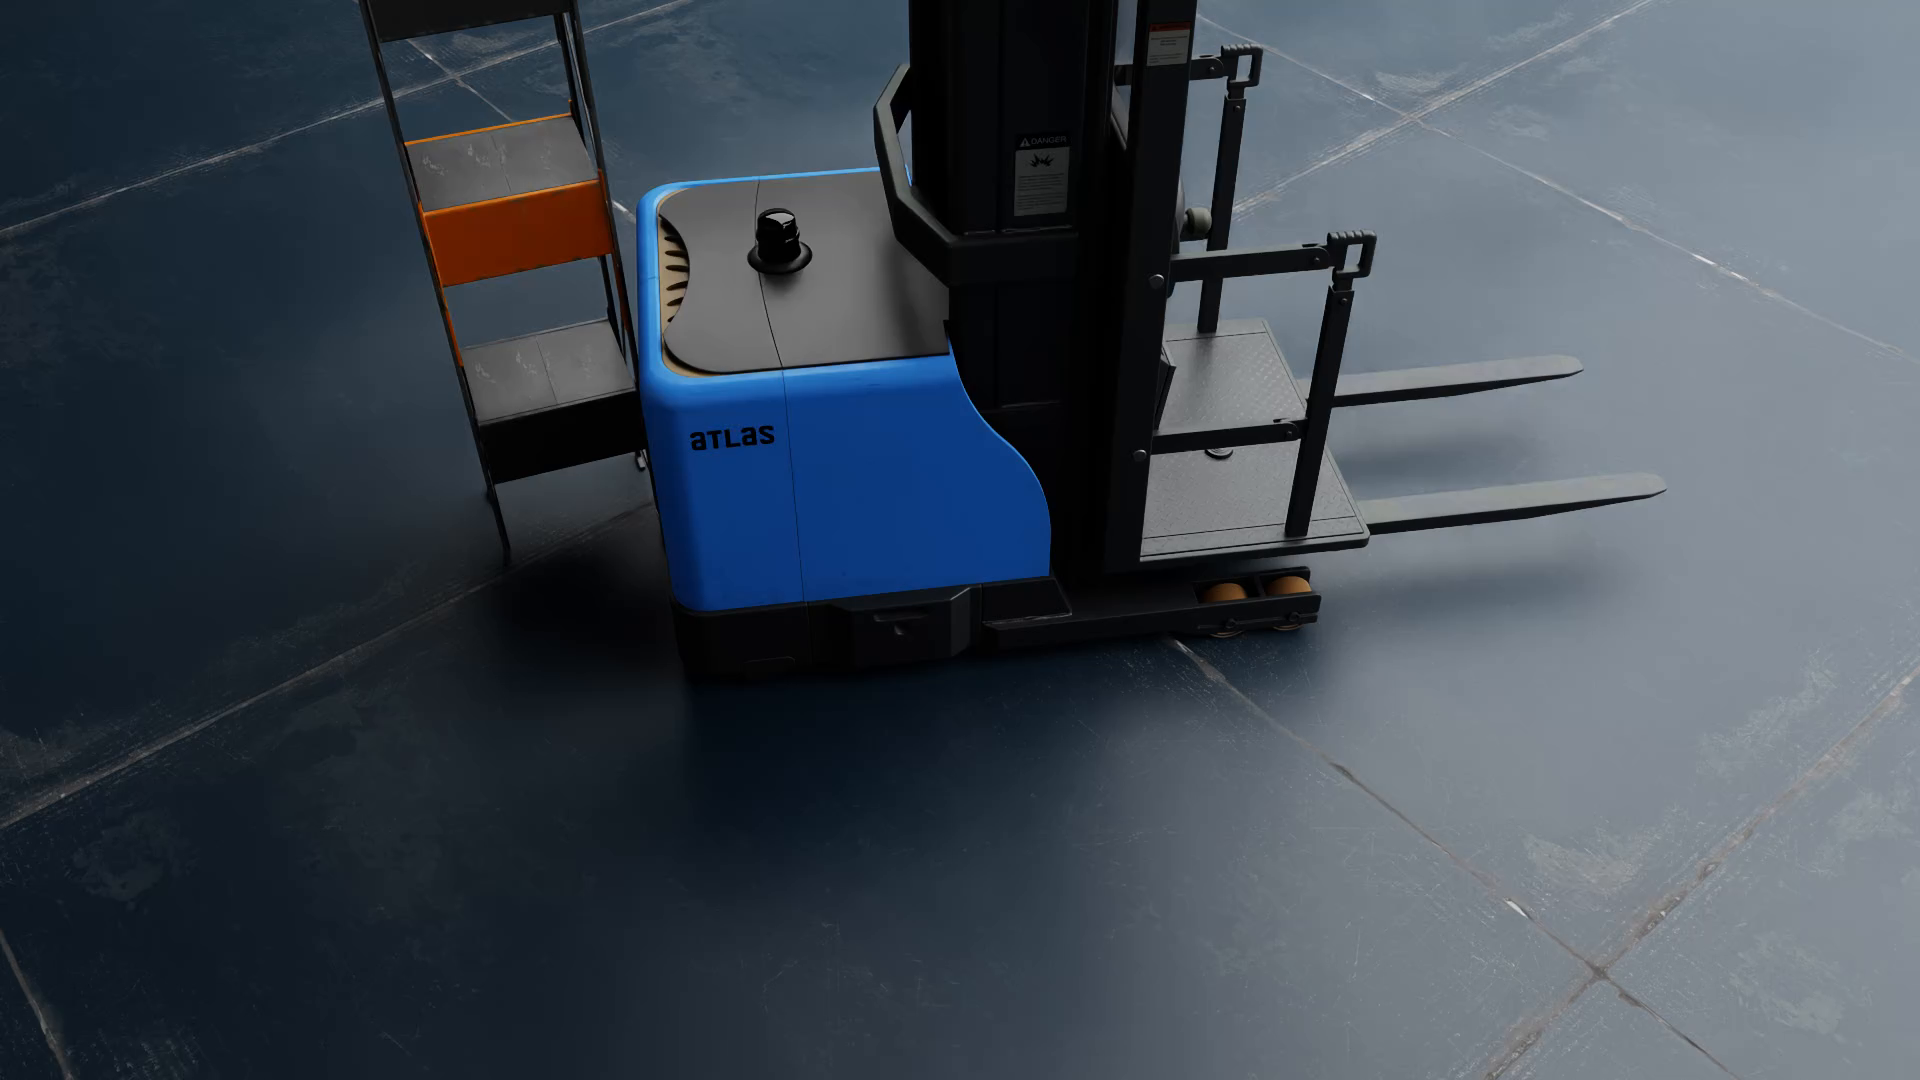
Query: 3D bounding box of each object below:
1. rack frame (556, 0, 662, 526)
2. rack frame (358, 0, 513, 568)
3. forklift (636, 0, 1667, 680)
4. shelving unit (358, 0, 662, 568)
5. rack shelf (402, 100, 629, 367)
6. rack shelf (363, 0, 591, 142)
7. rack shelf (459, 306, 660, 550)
[{"bbox_3d":[-1.013,-0.929,4.701,0.015,2.100,0.400,-15,45,-15],"label":"rack frame"},{"bbox_3d":[-1.469,-0.809,4.576,0.015,2.100,0.400,-15,45,-15],"label":"rack frame"},{"bbox_3d":[0.622,-1.133,4.315,3.031,2.935,1.130,-6,44,-6],"label":"forklift"},{"bbox_3d":[-1.241,-0.869,4.638,0.503,2.100,0.431,-15,45,-15],"label":"shelving unit"},{"bbox_3d":[-1.241,-0.859,4.648,0.480,0.518,0.431,-15,45,-15],"label":"rack shelf"},{"bbox_3d":[-1.244,-1.370,4.170,0.480,0.518,0.431,-15,45,-15],"label":"rack shelf"},{"bbox_3d":[-1.237,-0.347,5.126,0.480,0.518,0.431,-15,45,-15],"label":"rack shelf"}]
